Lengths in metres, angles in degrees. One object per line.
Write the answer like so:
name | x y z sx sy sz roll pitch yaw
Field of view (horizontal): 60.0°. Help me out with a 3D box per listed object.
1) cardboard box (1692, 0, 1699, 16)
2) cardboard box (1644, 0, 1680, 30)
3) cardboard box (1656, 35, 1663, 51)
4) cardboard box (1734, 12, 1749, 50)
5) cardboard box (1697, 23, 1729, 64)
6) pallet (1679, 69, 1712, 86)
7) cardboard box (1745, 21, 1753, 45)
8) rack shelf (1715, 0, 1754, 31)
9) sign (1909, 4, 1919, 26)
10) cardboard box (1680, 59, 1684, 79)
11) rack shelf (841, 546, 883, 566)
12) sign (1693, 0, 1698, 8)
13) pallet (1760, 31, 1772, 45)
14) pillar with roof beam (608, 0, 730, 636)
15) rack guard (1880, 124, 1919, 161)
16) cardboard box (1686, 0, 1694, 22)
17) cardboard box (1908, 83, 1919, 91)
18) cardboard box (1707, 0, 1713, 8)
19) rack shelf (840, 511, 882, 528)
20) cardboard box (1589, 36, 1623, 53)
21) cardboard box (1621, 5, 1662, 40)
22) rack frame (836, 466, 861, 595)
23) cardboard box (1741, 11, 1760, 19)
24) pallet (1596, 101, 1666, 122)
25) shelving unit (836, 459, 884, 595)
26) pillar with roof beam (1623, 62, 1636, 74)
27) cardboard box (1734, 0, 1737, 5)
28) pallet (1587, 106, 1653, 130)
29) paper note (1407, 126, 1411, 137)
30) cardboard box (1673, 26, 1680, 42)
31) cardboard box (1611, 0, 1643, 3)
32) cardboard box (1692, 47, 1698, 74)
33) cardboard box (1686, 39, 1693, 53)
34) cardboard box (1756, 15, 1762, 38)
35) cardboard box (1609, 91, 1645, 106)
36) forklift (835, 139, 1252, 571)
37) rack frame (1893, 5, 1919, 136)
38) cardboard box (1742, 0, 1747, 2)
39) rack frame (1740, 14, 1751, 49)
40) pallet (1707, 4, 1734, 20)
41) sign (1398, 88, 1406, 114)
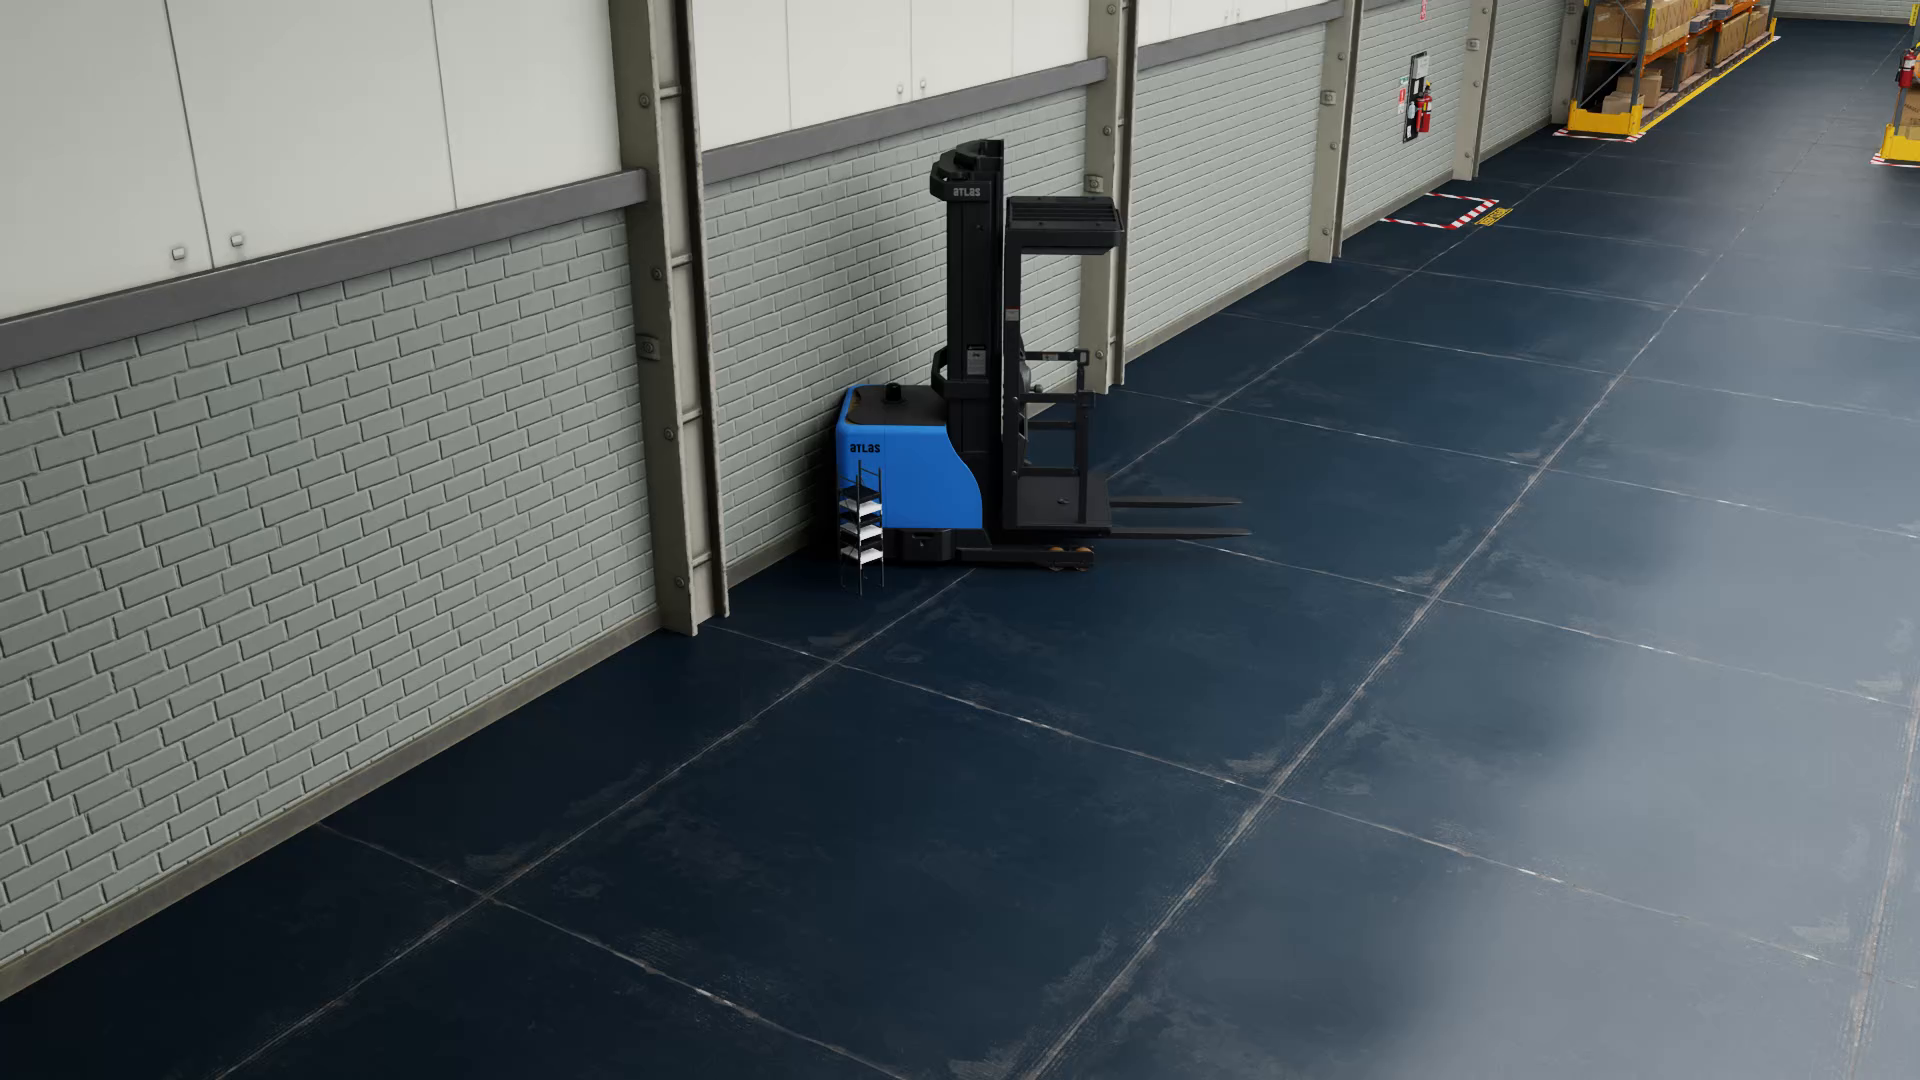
cardboard box | 13.923 -10.464 32.301 0.700 0.500 0.500 17 29 34
cardboard box | 12.531 -9.411 29.769 0.500 0.500 0.500 15 27 31
cardboard box | 12.003 -8.731 29.142 0.500 0.250 0.500 13 27 27
cardboard box | 17.312 -11.524 37.607 0.750 0.750 0.750 14 27 30
cardboard box | 15.934 -10.641 35.568 0.750 0.750 0.750 13 27 28
pallet | 15.021 -9.671 34.660 1.003 0.211 1.213 14 27 29
cardboard box | 18.026 -11.841 38.780 0.700 0.500 0.500 14 27 30
rack shelf | 16.489 -11.559 36.417 1.077 0.370 4.000 14 27 29
sign | 14.971 -8.236 26.079 0.100 0.325 0.005 14 27 29
cardboard box | 13.928 -9.356 33.014 0.700 0.500 0.500 13 27 28
rack shelf | -0.702 0.107 11.742 0.200 0.077 0.258 -20 30 -38
sign | 13.789 -10.150 31.167 0.100 0.325 0.005 14 27 29
pallet | 19.299 -12.348 40.844 1.003 0.211 1.213 14 27 29
pillar with roof beam | 1.846 -2.682 7.455 9.100 9.000 0.400 14 27 29
rack guard | 15.412 -6.322 26.560 1.175 0.500 0.348 14 27 29
cardboard box | 13.338 -9.924 30.954 0.500 0.500 0.500 14 27 29
cardboard box | 15.970 -7.336 27.745 0.500 0.500 0.500 14 27 29
cardboard box | 14.923 -11.107 33.787 0.700 0.500 0.500 11 26 24
rack shelf | -0.702 -0.140 11.635 0.200 0.077 0.258 -20 30 -38
cardboard box | 11.296 -8.653 28.961 0.500 0.250 0.500 14 27 30
cardboard box | 11.722 -8.897 28.581 0.500 0.500 0.500 14 27 29
rack frame | -0.776 -0.061 11.594 0.006 0.900 0.240 -20 30 -38
cardboard box | 18.637 -12.392 39.236 0.380 0.149 0.250 13 27 27
pallet | 12.357 -7.937 30.654 1.003 0.211 1.213 14 27 29
shelving unit | -0.702 -0.088 11.657 0.210 0.900 0.258 -20 30 -38
pillar with roof beam | 17.671 -12.808 30.844 9.100 9.000 0.400 14 27 29
cardboard box | 16.749 -11.778 36.308 0.380 0.149 0.250 15 27 31
pallet | 11.713 -7.527 29.707 1.003 0.211 1.213 14 27 29
paper note | 6.196 -5.631 22.926 0.016 0.148 0.142 14 27 29
cardboard box | 12.810 -9.242 30.322 0.500 0.250 0.500 14 27 29
cardboard box | 11.825 -9.345 29.617 0.500 0.500 0.500 13 27 28
cardboard box | 14.728 -9.866 34.192 0.700 0.500 0.500 14 27 29
cardboard box | 14.478 -10.005 33.571 0.500 0.250 0.500 14 27 29
cardboard box | 18.841 -12.364 39.988 0.700 0.500 0.500 13 27 27
cardboard box | 11.957 -7.889 29.864 0.500 0.311 0.500 16 28 33
forklift | 0.630 -1.337 11.984 3.031 2.935 1.130 1 23 2
rack frame | 15.425 -7.477 26.082 1.000 3.000 0.127 14 27 29
cardboard box | 17.229 -12.015 36.856 0.380 0.149 0.250 14 27 29
rack frame | 17.544 -12.564 37.833 1.000 3.000 0.127 14 27 29
pallet | 15.149 -10.863 34.145 1.213 0.211 1.003 14 27 29
sign | 5.969 -5.932 22.468 0.001 0.329 0.234 14 27 29
